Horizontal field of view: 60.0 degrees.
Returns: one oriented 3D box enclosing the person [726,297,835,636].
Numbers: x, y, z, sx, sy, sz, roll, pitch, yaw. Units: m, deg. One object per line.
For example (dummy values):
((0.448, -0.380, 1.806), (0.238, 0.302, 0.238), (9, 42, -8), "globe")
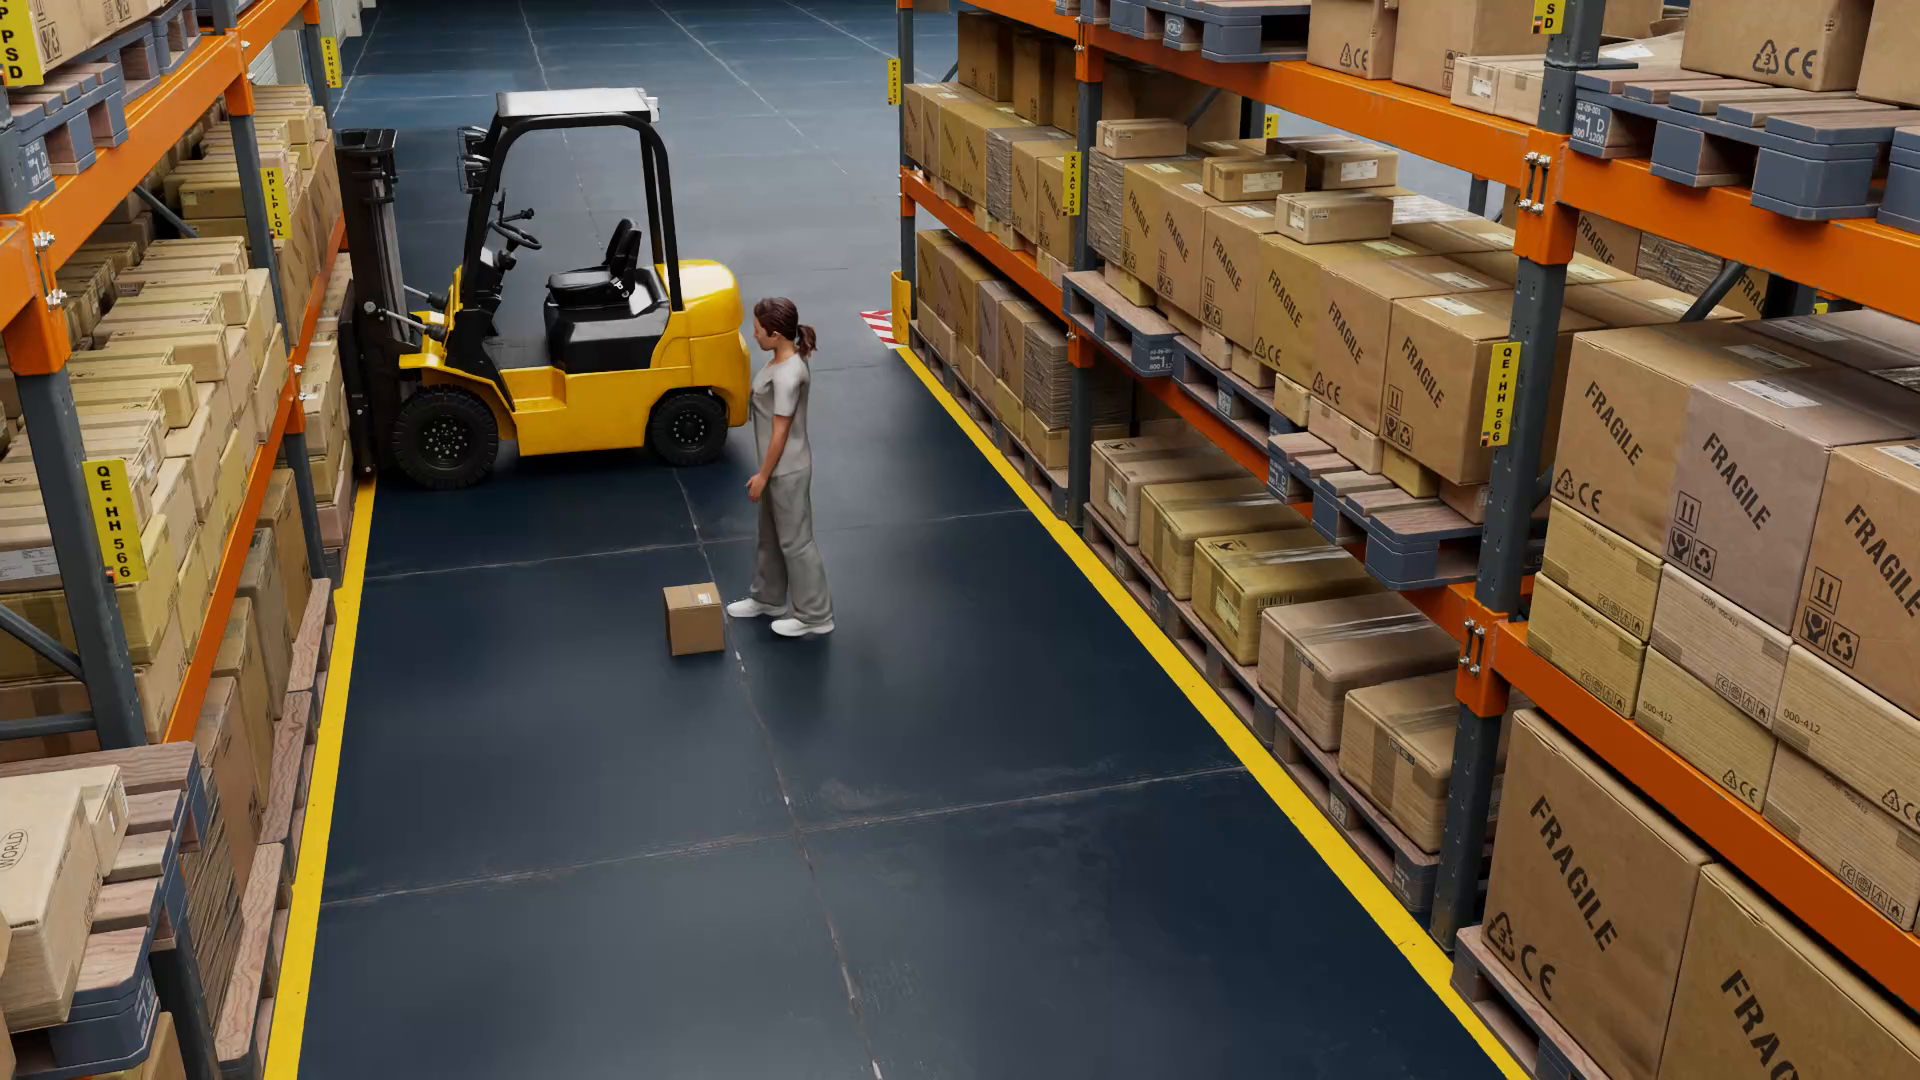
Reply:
((-0.887, -0.336, 7.872), (0.532, 1.685, 0.476), (-2, 23, -6), "person")
